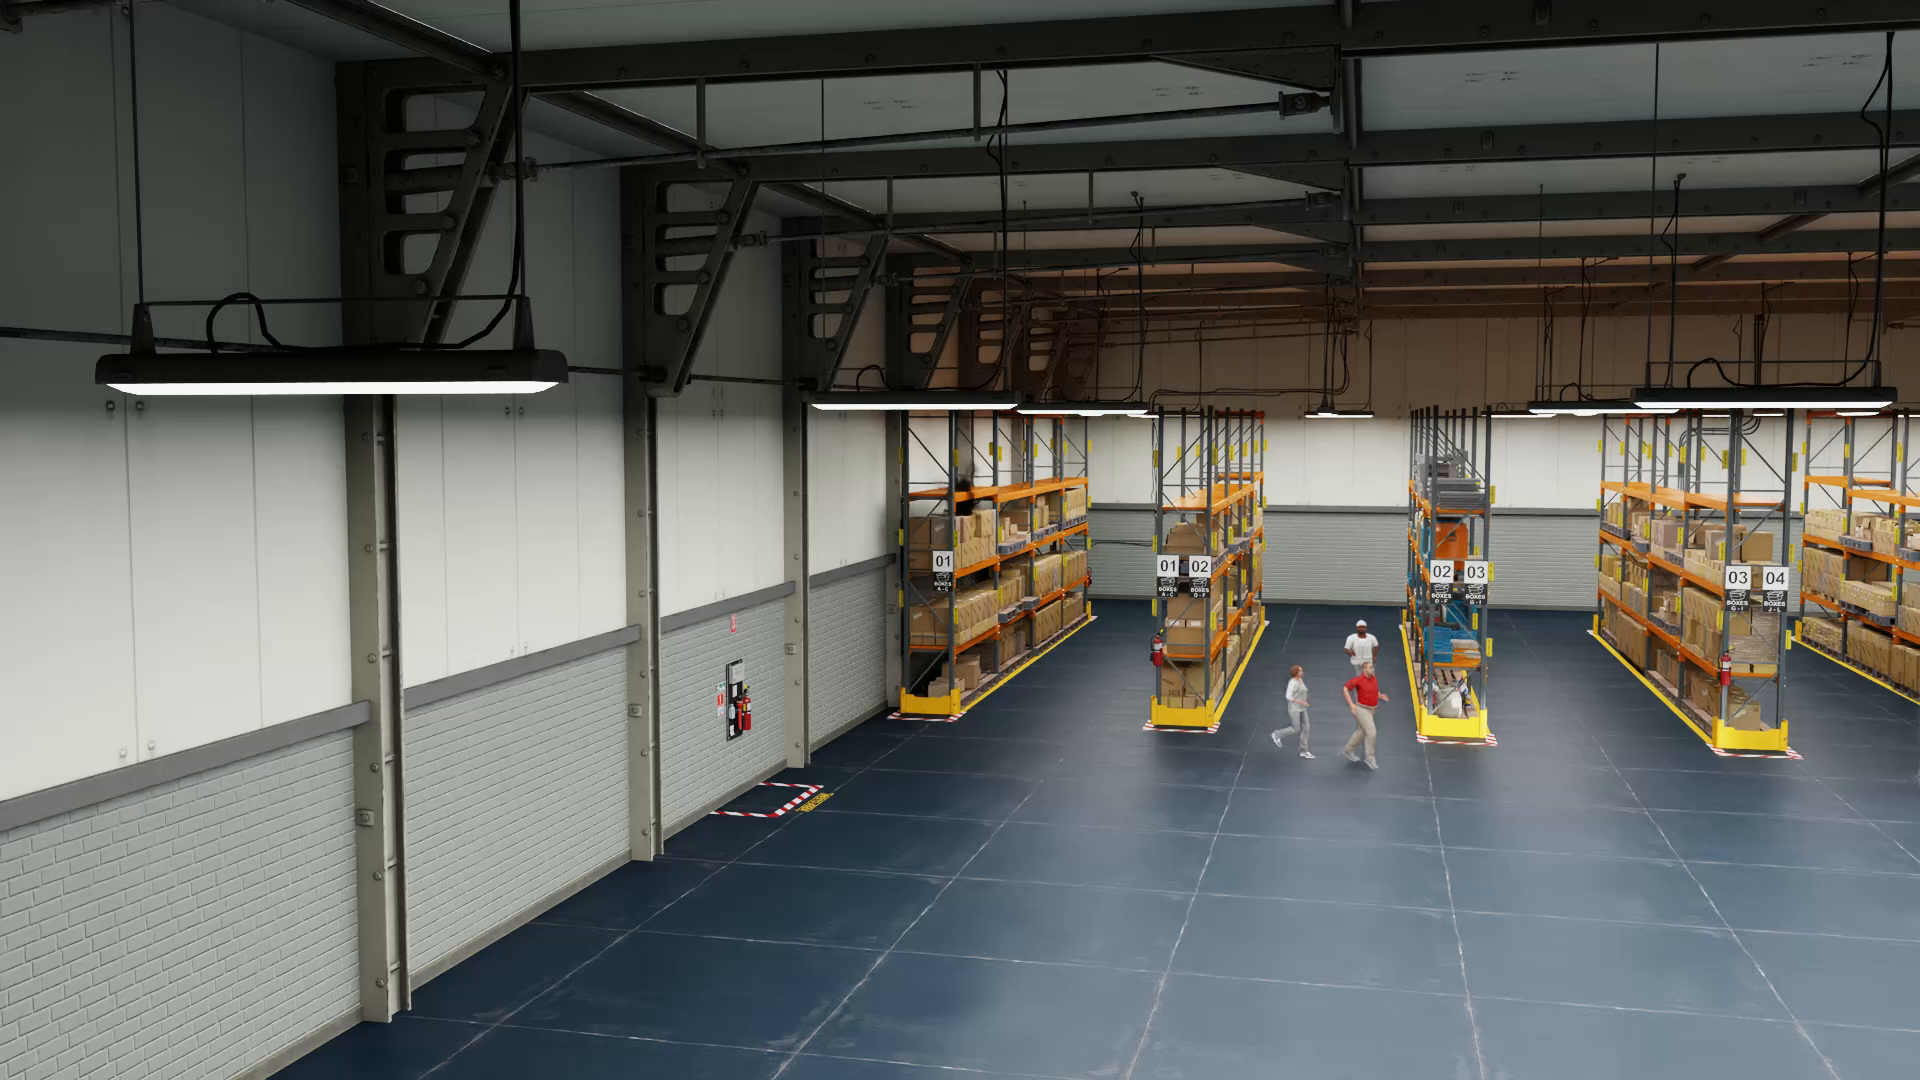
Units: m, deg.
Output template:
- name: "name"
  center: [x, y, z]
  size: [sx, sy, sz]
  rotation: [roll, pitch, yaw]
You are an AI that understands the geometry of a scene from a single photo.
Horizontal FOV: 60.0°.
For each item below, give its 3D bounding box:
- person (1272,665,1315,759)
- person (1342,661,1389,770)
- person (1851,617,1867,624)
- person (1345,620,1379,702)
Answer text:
- name: "person"
  center: [5.717, 2.907, 28.299]
  size: [0.751, 1.586, 0.538]
  rotation: [3, 5, 38]
- name: "person"
  center: [6.716, 2.896, 27.581]
  size: [0.799, 1.787, 0.645]
  rotation: [4, 5, 41]
- name: "person"
  center: [23.939, 1.731, 44.168]
  size: [0.708, 1.723, 0.585]
  rotation: [1, 4, 11]
- name: "person"
  center: [8.004, 2.477, 33.076]
  size: [0.680, 1.749, 0.626]
  rotation: [1, 4, 8]
